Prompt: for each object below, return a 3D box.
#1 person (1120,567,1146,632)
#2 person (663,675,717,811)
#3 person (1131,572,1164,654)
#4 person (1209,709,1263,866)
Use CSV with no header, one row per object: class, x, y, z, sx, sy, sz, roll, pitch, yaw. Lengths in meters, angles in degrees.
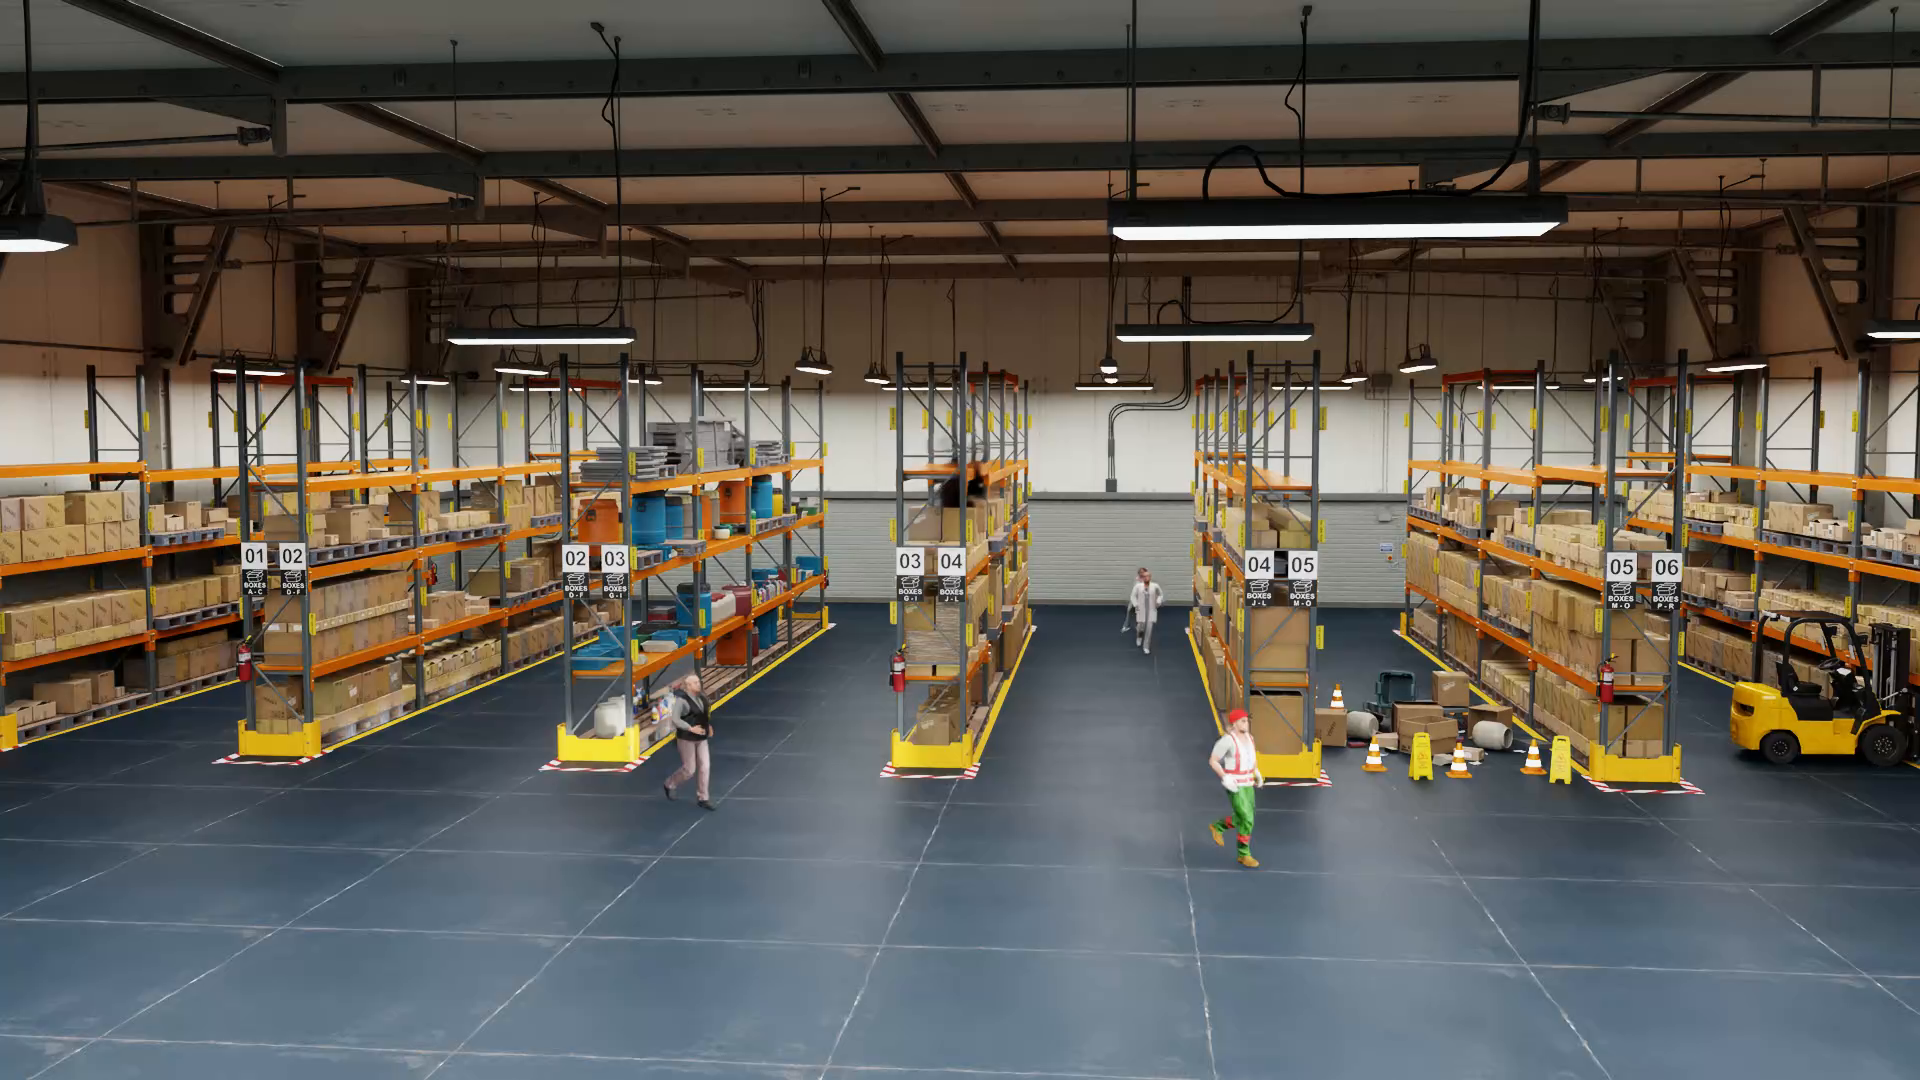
person,4.292,1.430,39.644,0.641,1.572,0.751,4,6,42
person,-3.479,2.617,21.605,0.790,1.730,0.683,3,5,36
person,4.082,1.660,36.259,0.705,1.573,0.743,0,4,6
person,3.119,2.786,18.968,0.678,1.760,0.767,-4,6,-43
